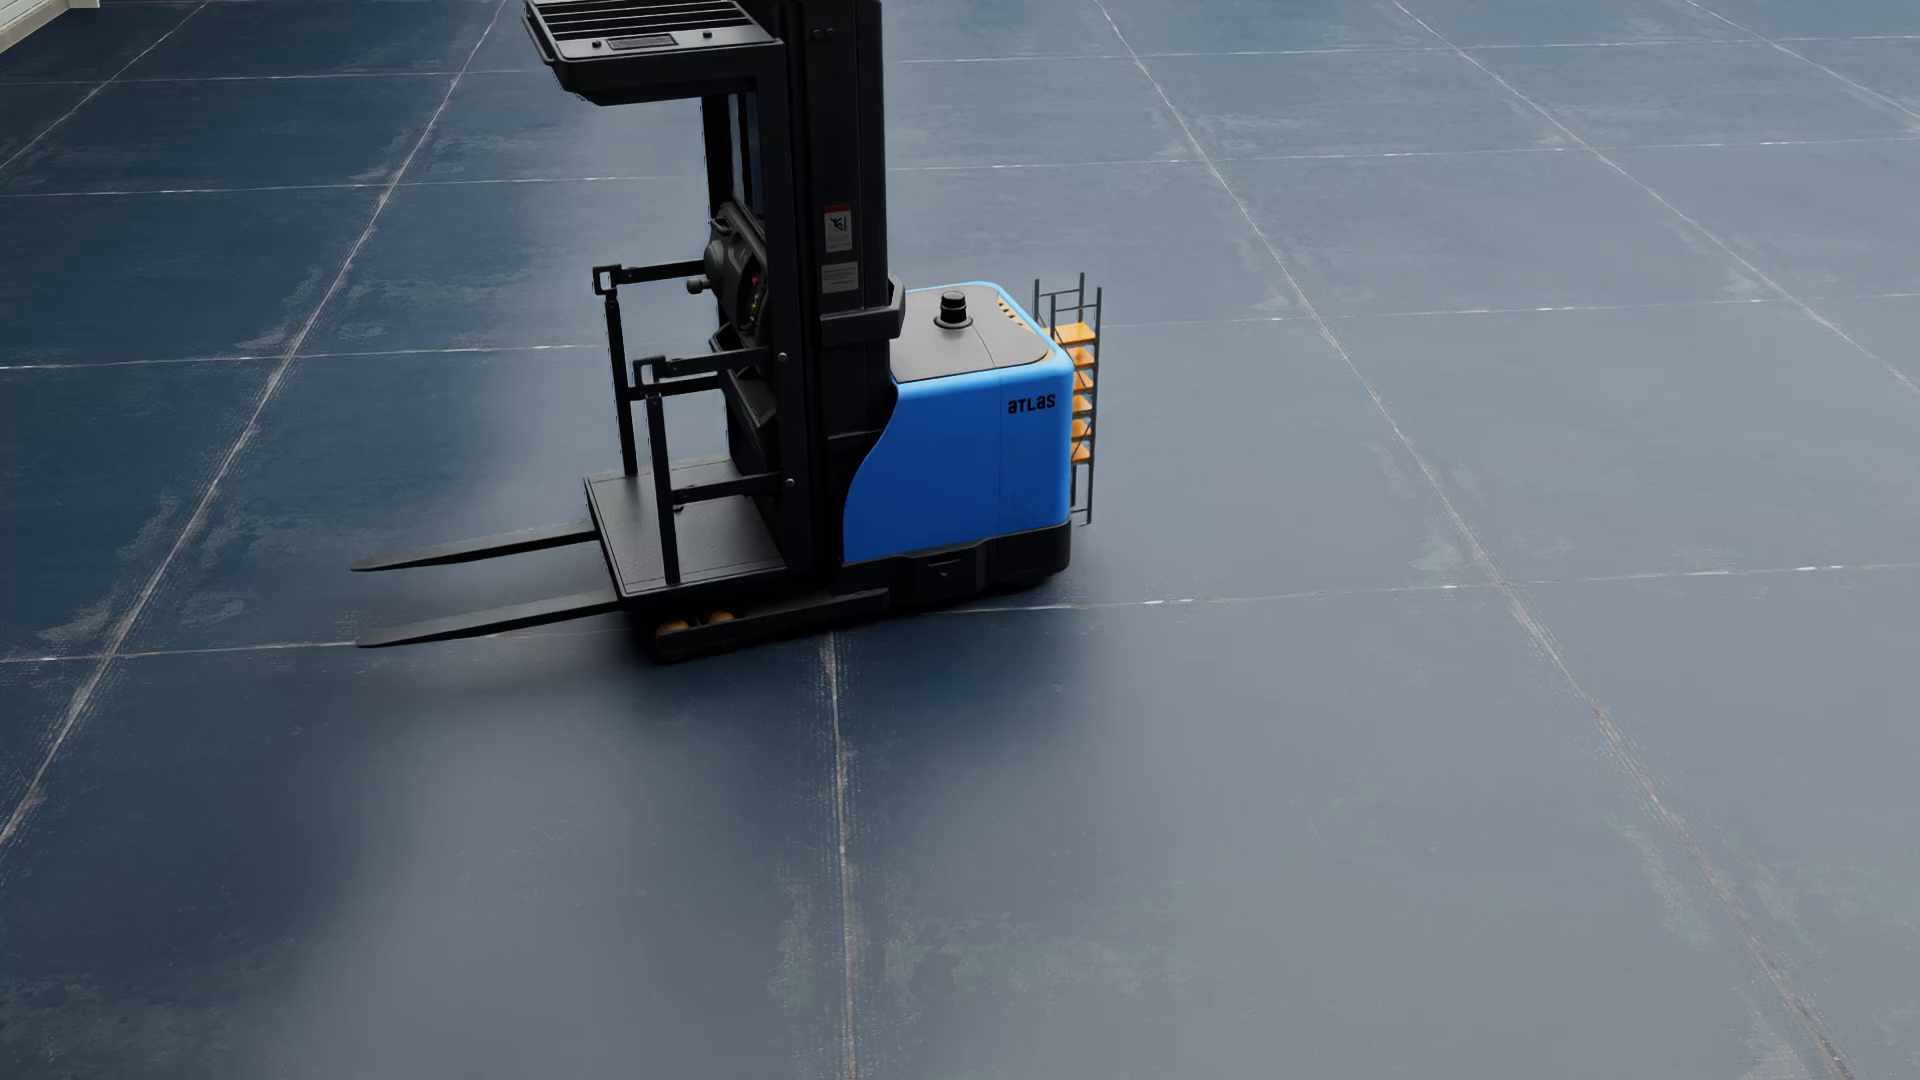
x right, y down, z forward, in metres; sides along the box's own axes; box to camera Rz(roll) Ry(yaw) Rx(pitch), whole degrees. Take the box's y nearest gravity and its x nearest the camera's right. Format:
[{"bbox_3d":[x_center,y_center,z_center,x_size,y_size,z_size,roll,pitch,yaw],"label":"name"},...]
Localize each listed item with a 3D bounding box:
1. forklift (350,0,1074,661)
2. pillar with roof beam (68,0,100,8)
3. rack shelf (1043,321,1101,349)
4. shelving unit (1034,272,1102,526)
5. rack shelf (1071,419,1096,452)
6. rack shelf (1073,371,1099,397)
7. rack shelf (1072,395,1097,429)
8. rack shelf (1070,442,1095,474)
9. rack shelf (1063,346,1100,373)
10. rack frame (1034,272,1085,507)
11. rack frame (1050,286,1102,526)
[{"bbox_3d":[-1.082,-1.063,6.671,3.031,2.935,1.130,-10,32,-17],"label":"forklift"},{"bbox_3d":[-4.545,-9.512,14.900,9.100,9.000,0.400,-3,31,-5],"label":"pillar with roof beam"},{"bbox_3d":[0.475,-0.885,7.446,0.258,0.103,0.180,-11,33,-18],"label":"rack shelf"},{"bbox_3d":[0.475,-0.614,7.608,0.258,1.200,0.189,-11,33,-18],"label":"shelving unit"},{"bbox_3d":[0.475,-0.473,7.692,0.258,0.103,0.180,-11,33,-18],"label":"rack shelf"},{"bbox_3d":[0.475,-0.679,7.569,0.258,0.103,0.180,-11,33,-18],"label":"rack shelf"},{"bbox_3d":[0.475,-0.576,7.631,0.258,0.103,0.180,-11,33,-18],"label":"rack shelf"},{"bbox_3d":[0.475,-0.370,7.754,0.258,0.103,0.180,-11,33,-18],"label":"rack shelf"},{"bbox_3d":[0.475,-0.782,7.507,0.258,0.103,0.180,-11,33,-18],"label":"rack shelf"},{"bbox_3d":[0.442,-0.658,7.681,0.240,1.200,0.006,-11,33,-18],"label":"rack frame"},{"bbox_3d":[0.507,-0.570,7.534,0.240,1.200,0.006,-11,33,-18],"label":"rack frame"}]
